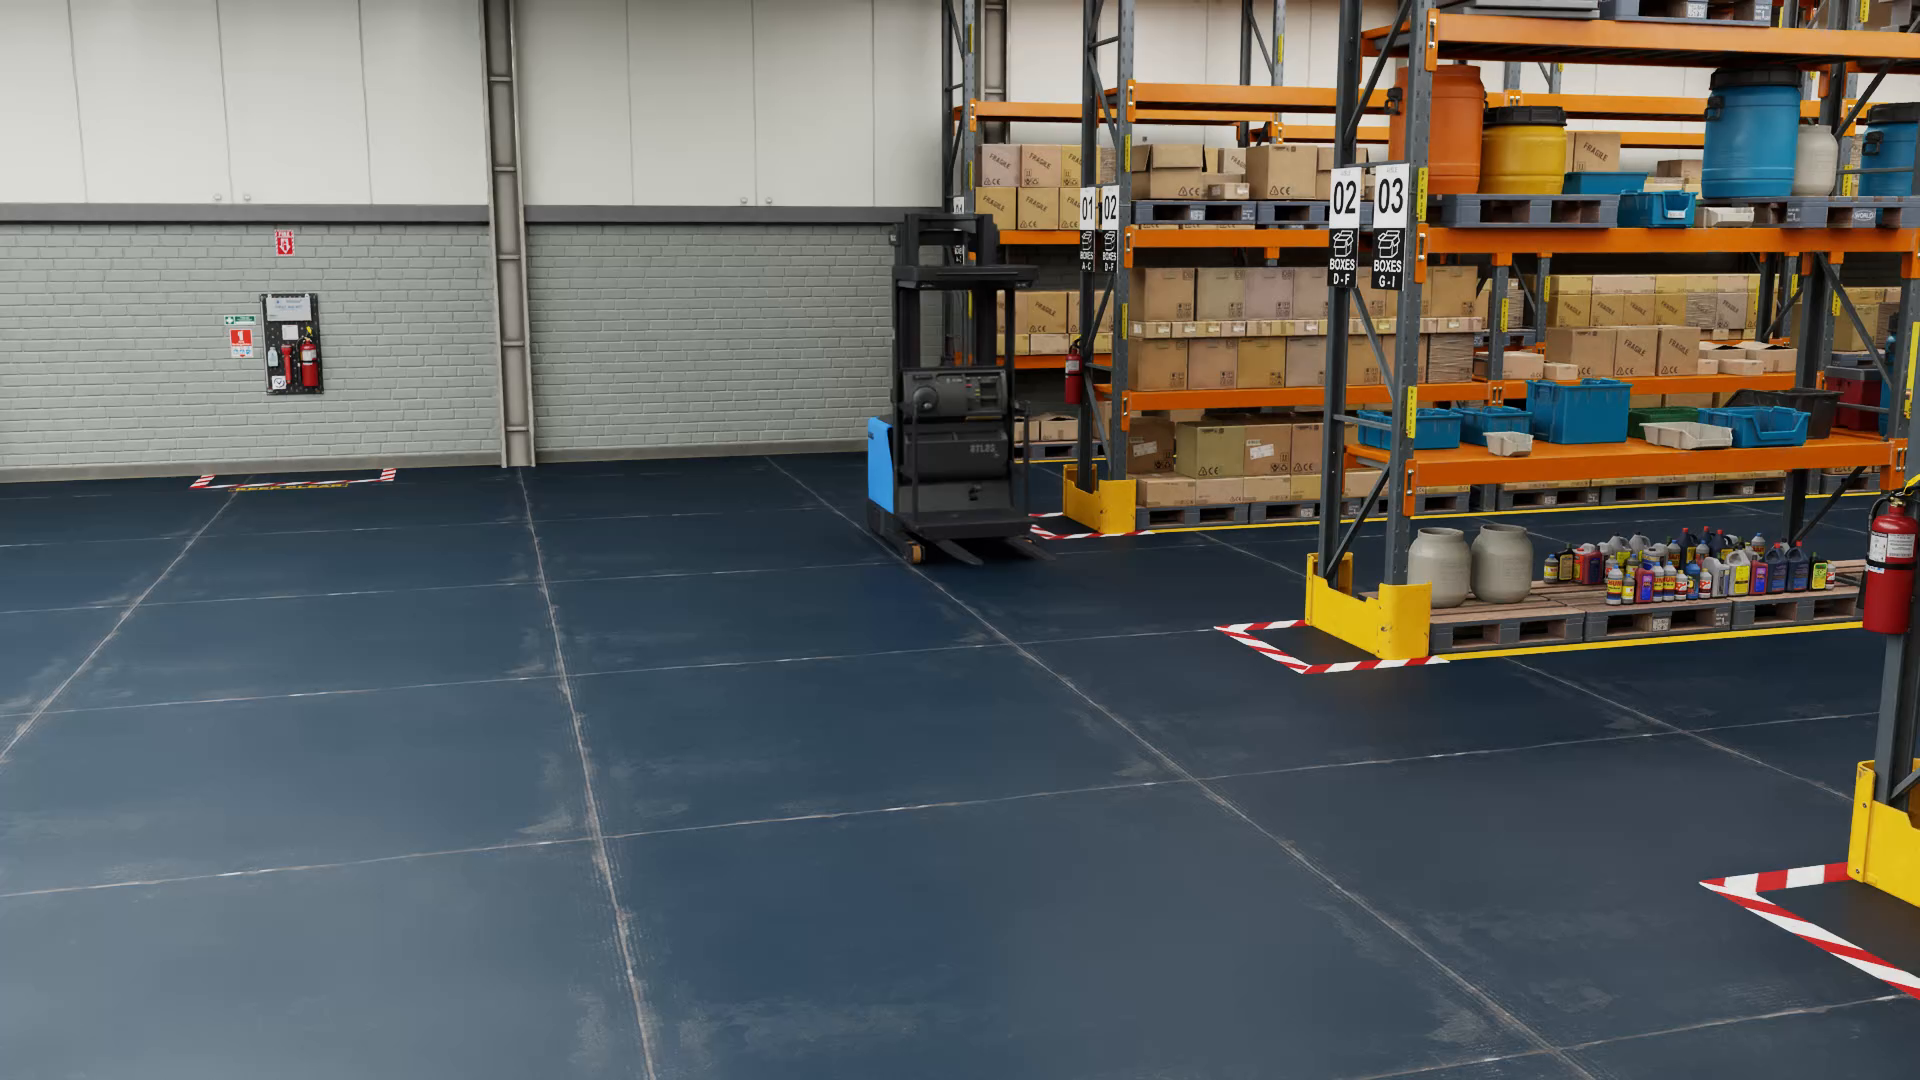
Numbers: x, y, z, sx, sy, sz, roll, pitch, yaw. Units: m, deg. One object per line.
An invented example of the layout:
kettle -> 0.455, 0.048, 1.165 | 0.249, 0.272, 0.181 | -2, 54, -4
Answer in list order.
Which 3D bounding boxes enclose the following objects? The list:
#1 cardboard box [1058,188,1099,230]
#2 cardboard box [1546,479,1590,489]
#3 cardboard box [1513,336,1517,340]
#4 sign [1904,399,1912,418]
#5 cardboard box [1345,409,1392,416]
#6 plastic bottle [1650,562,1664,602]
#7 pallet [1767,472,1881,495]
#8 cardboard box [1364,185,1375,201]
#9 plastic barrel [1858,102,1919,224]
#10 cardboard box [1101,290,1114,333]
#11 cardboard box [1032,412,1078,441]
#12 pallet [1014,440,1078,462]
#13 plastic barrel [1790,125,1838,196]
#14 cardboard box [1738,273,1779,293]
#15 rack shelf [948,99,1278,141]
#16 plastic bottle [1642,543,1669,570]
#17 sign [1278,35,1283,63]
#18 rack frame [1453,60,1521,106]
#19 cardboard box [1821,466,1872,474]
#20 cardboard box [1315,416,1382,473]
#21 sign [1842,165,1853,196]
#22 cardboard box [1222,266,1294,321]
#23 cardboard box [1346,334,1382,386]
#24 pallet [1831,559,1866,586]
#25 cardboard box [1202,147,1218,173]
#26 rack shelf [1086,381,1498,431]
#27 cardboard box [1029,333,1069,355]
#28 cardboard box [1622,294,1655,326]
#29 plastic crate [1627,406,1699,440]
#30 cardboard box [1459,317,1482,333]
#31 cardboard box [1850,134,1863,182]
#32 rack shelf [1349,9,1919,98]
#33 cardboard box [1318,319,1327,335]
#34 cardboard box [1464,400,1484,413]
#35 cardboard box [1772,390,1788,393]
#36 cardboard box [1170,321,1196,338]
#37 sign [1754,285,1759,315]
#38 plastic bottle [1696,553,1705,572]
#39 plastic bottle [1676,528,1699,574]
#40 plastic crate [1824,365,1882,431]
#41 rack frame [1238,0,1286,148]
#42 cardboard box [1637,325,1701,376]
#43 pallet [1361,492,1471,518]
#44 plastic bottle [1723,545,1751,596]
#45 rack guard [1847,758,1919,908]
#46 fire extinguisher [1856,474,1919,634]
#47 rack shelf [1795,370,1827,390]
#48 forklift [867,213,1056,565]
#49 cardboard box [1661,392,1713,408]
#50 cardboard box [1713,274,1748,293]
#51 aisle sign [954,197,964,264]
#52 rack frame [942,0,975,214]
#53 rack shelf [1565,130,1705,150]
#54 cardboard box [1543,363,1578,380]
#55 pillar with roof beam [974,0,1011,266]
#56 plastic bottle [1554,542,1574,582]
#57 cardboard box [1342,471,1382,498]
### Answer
cardboard box -> 1.387, -4.057, 20.384 | 0.500, 0.500, 0.500 | -2, 11, -13
cardboard box -> 6.149, -0.700, 17.200 | 0.500, 0.250, 0.500 | -3, 11, -15
cardboard box -> 7.895, -2.853, 23.102 | 0.250, 0.149, 0.380 | -3, 11, -15
sign -> 6.726, -1.021, 11.747 | 0.005, 0.325, 0.100 | -3, 11, -16
cardboard box -> 4.191, -1.070, 17.140 | 0.500, 0.500, 0.500 | -3, 11, -16
plastic bottle -> 4.899, 0.292, 11.701 | 0.097, 0.271, 0.097 | 0, 10, 0
pallet -> 9.770, -0.705, 18.495 | 1.213, 0.211, 1.003 | -3, 11, -16
cardboard box -> 4.120, -3.361, 16.084 | 0.250, 0.149, 0.380 | -3, 11, -16
plastic barrel -> 7.010, -2.766, 12.323 | 0.708, 0.901, 0.600 | -3, 11, -16
cardboard box -> 1.983, -2.854, 20.757 | 0.500, 0.500, 0.500 | -3, 11, -14
cardboard box -> 1.210, -1.443, 21.016 | 0.500, 0.311, 0.500 | -2, 11, -11
pallet -> 0.836, -1.168, 21.014 | 1.213, 0.211, 1.003 | -3, 11, -16
plastic barrel -> 6.114, -2.730, 12.042 | 0.421, 0.512, 0.421 | 0, 10, 0
cardboard box -> 11.118, -3.614, 23.373 | 0.500, 0.250, 0.500 | -3, 11, -15
rack shelf -> 1.893, -5.197, 20.623 | 4.000, 0.370, 1.077 | -3, 11, -16
plastic bottle -> 5.168, 0.166, 12.370 | 0.135, 0.276, 0.152 | -3, 11, -16
sign -> 3.948, -6.057, 20.498 | 0.005, 0.325, 0.100 | -3, 11, -16
rack frame -> 5.202, -4.793, 16.430 | 0.127, 3.000, 1.000 | -3, 11, -16
cardboard box -> 9.559, -1.005, 18.115 | 0.500, 0.500, 0.500 | -3, 11, -14
cardboard box -> 3.855, -0.955, 16.515 | 0.500, 0.500, 0.500 | -3, 11, -16
sign -> 9.190, -3.716, 17.221 | 0.005, 0.325, 0.100 | -3, 11, -16
cardboard box -> 2.851, -2.405, 16.167 | 0.500, 0.500, 0.700 | -3, 11, -16
cardboard box -> 3.790, -1.816, 16.551 | 0.500, 0.500, 0.700 | -3, 11, -15
pallet -> 7.326, 0.344, 12.800 | 1.213, 0.211, 1.003 | -3, 11, -16
cardboard box -> 2.882, -4.627, 20.722 | 0.500, 0.500, 0.500 | -2, 11, -13
rack shelf -> 3.281, -1.387, 16.489 | 4.000, 0.370, 1.077 | -3, 11, -16
cardboard box -> 1.025, -2.435, 20.553 | 0.500, 0.250, 0.500 | -3, 11, -18
cardboard box -> 9.174, -3.141, 22.874 | 0.500, 0.500, 0.500 | -3, 11, -16
plastic crate -> 5.200, -0.857, 12.208 | 0.662, 0.188, 0.450 | -3, 11, -16
cardboard box -> 5.001, -2.160, 16.629 | 0.250, 0.149, 0.380 | -3, 11, -16
cardboard box -> 9.463, -4.082, 17.816 | 0.500, 0.500, 0.500 | -3, 11, -16
rack shelf -> 4.662, -3.280, 11.303 | 4.000, 0.370, 1.077 | -3, 11, -16
cardboard box -> 3.527, -2.082, 16.205 | 0.250, 0.149, 0.380 | -3, 11, -14
cardboard box -> 6.977, -1.847, 22.689 | 0.500, 0.500, 0.700 | -3, 11, -15
cardboard box -> 12.241, -2.105, 24.146 | 0.500, 0.500, 0.700 | -3, 11, -15
cardboard box -> 2.051, -2.004, 15.786 | 0.250, 0.149, 0.380 | -3, 11, -17
sign -> 8.882, -2.669, 18.485 | 0.005, 0.325, 0.100 | -3, 11, -16
plastic bottle -> 5.363, 0.236, 11.970 | 0.133, 0.283, 0.061 | -3, 11, -16
plastic bottle -> 5.510, 0.083, 12.613 | 0.185, 0.351, 0.144 | -4, 11, -18
plastic crate -> 6.962, -1.090, 12.711 | 0.583, 0.464, 0.402 | -3, 11, -16
rack frame -> 3.814, -5.654, 21.107 | 0.127, 3.000, 1.000 | -3, 11, -16
cardboard box -> 7.436, -2.006, 17.587 | 0.500, 0.500, 0.500 | -4, 11, -19
pallet -> 4.426, -0.438, 17.047 | 1.213, 0.211, 1.003 | -3, 11, -16
plastic bottle -> 5.550, 0.214, 11.904 | 0.185, 0.351, 0.144 | -3, 11, -16
rack guard -> 4.199, 1.308, 6.766 | 0.348, 0.500, 1.175 | -3, 11, -16
fire extinguisher -> 3.888, 0.046, 6.929 | 0.183, 0.674, 0.296 | -3, 11, -16
rack shelf -> 10.963, -1.792, 18.688 | 4.000, 0.370, 1.077 | -3, 11, -16
forklift -> 0.019, -1.314, 14.292 | 1.130, 2.935, 3.031 | -3, 11, -16
cardboard box -> 10.054, -2.157, 23.457 | 0.750, 0.750, 0.750 | -3, 11, -14
cardboard box -> 10.624, -3.590, 23.242 | 0.500, 0.250, 0.500 | -3, 11, -15
aisle sign -> -0.012, -3.724, 20.012 | 0.004, 0.787, 0.394 | -3, 11, -16
rack frame -> -0.027, -5.451, 20.007 | 0.127, 3.000, 1.000 | -3, 11, -16
rack shelf -> 9.574, -5.407, 22.858 | 4.000, 0.370, 1.077 | -3, 11, -16
cardboard box -> 6.110, -1.728, 17.047 | 0.250, 0.149, 0.380 | -3, 11, -16
pillar with roof beam -> 1.607, -4.889, 16.951 | 0.400, 9.000, 9.100 | -3, 11, -16
plastic bottle -> 4.490, 0.163, 12.370 | 0.133, 0.283, 0.061 | -3, 11, -15
cardboard box -> 3.859, -0.584, 16.571 | 0.500, 0.250, 0.500 | -3, 11, -16
